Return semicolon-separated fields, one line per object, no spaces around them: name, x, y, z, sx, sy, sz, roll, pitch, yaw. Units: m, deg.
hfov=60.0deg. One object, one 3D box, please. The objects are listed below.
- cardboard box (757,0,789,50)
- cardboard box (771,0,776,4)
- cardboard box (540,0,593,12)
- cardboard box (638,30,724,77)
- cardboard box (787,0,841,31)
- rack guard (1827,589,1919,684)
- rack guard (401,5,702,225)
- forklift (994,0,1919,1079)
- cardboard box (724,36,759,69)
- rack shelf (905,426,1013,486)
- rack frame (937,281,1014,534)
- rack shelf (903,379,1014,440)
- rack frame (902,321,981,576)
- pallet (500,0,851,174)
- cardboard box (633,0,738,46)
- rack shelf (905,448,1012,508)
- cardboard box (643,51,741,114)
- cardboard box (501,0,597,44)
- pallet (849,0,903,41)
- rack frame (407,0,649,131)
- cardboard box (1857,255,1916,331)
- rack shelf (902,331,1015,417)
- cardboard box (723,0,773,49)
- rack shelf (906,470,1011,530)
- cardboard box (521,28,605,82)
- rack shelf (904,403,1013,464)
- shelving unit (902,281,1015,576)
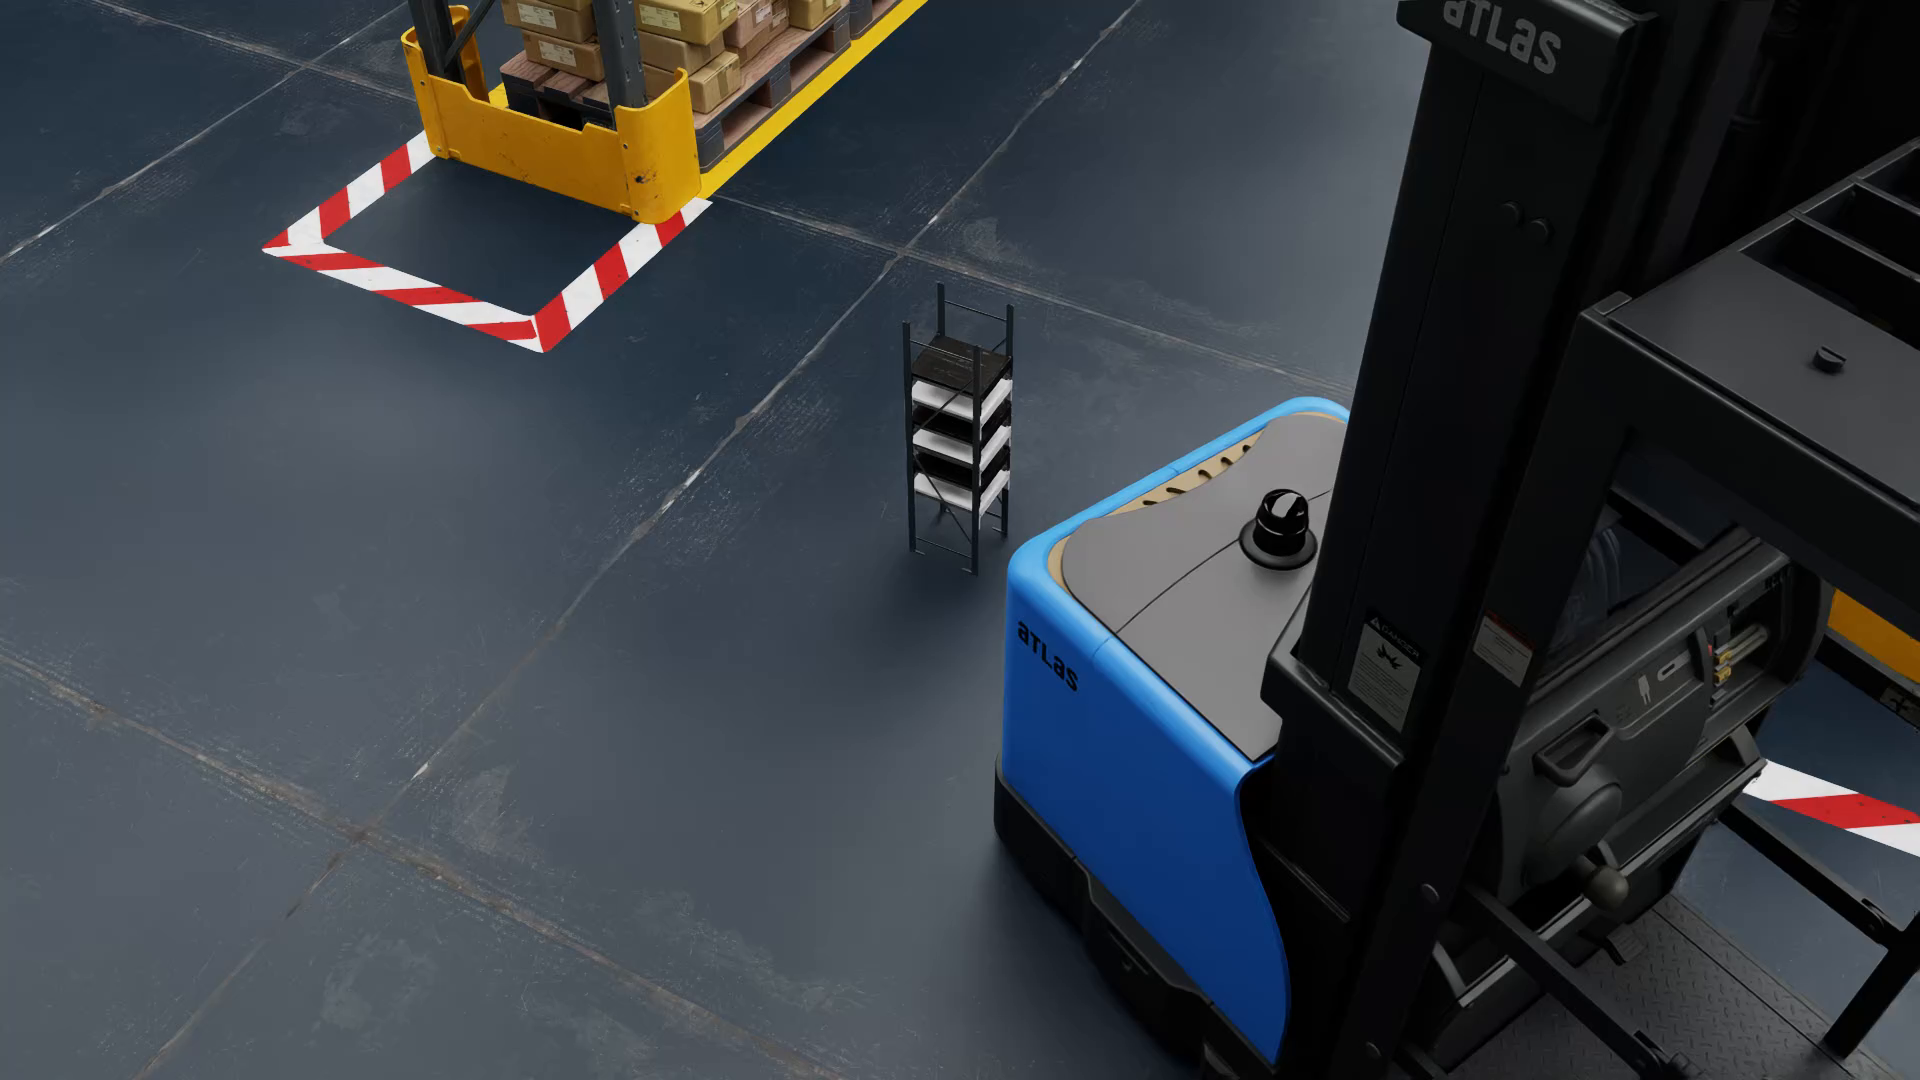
cardboard box;-0.955;-2.236;7.061;0.380;0.149;0.250;21;49;19
cardboard box;-0.957;-2.349;6.962;0.380;0.149;0.250;21;49;20
cardboard box;-1.619;-2.288;6.693;0.380;0.149;0.250;21;49;19
cardboard box;-1.170;-2.011;6.629;0.380;0.149;0.250;22;49;21
cardboard box;-0.740;-2.361;7.184;0.380;0.149;0.250;21;49;20
rack guard;2.695;0.079;4.820;1.175;0.500;0.348;20;49;19
rack guard;-1.605;-1.685;6.564;1.175;0.500;0.348;20;49;19
forklift;1.372;0.390;2.804;1.130;2.935;3.031;-28;52;-25
cardboard box;-1.065;-2.078;6.904;0.380;0.149;0.250;20;49;19
rack shelf;-0.004;-0.288;4.949;0.258;0.077;0.200;20;49;19
rack frame;0.043;-0.375;4.988;0.240;0.900;0.006;20;49;19
rack shelf;-0.004;-0.414;4.821;0.258;0.077;0.200;20;49;19
rack frame;-0.051;-0.247;4.862;0.240;0.900;0.006;20;49;19
pallet;-1.197;-2.084;7.161;1.003;0.211;1.213;20;49;19
cardboard box;-1.096;-2.088;6.496;0.380;0.149;0.250;18;48;17
rack shelf;-0.004;-0.225;5.013;0.258;0.077;0.200;20;49;19
cardboard box;-1.114;-1.886;6.714;0.380;0.149;0.250;21;49;20
cardboard box;-1.648;-2.193;6.808;0.380;0.149;0.250;19;48;18
pallet;-0.629;-2.849;7.918;1.003;0.211;1.213;20;49;19
rack frame;-1.640;-2.516;5.628;1.000;3.000;0.127;20;49;19
cardboard box;2.932;-0.645;4.977;0.875;0.875;0.875;20;49;19
rack shelf;-0.004;-0.478;4.757;0.258;0.077;0.200;20;49;19
cardboard box;-0.993;-2.165;6.781;0.380;0.149;0.250;20;49;19
rack shelf;-0.004;-0.161;5.077;0.258;0.077;0.200;20;49;19
cardboard box;-1.581;-2.062;6.888;0.380;0.149;0.250;21;49;20
rack shelf;-0.004;-0.351;4.885;0.258;0.077;0.200;20;49;19
shelving unit;-0.004;-0.311;4.925;0.258;0.900;0.210;20;49;19
